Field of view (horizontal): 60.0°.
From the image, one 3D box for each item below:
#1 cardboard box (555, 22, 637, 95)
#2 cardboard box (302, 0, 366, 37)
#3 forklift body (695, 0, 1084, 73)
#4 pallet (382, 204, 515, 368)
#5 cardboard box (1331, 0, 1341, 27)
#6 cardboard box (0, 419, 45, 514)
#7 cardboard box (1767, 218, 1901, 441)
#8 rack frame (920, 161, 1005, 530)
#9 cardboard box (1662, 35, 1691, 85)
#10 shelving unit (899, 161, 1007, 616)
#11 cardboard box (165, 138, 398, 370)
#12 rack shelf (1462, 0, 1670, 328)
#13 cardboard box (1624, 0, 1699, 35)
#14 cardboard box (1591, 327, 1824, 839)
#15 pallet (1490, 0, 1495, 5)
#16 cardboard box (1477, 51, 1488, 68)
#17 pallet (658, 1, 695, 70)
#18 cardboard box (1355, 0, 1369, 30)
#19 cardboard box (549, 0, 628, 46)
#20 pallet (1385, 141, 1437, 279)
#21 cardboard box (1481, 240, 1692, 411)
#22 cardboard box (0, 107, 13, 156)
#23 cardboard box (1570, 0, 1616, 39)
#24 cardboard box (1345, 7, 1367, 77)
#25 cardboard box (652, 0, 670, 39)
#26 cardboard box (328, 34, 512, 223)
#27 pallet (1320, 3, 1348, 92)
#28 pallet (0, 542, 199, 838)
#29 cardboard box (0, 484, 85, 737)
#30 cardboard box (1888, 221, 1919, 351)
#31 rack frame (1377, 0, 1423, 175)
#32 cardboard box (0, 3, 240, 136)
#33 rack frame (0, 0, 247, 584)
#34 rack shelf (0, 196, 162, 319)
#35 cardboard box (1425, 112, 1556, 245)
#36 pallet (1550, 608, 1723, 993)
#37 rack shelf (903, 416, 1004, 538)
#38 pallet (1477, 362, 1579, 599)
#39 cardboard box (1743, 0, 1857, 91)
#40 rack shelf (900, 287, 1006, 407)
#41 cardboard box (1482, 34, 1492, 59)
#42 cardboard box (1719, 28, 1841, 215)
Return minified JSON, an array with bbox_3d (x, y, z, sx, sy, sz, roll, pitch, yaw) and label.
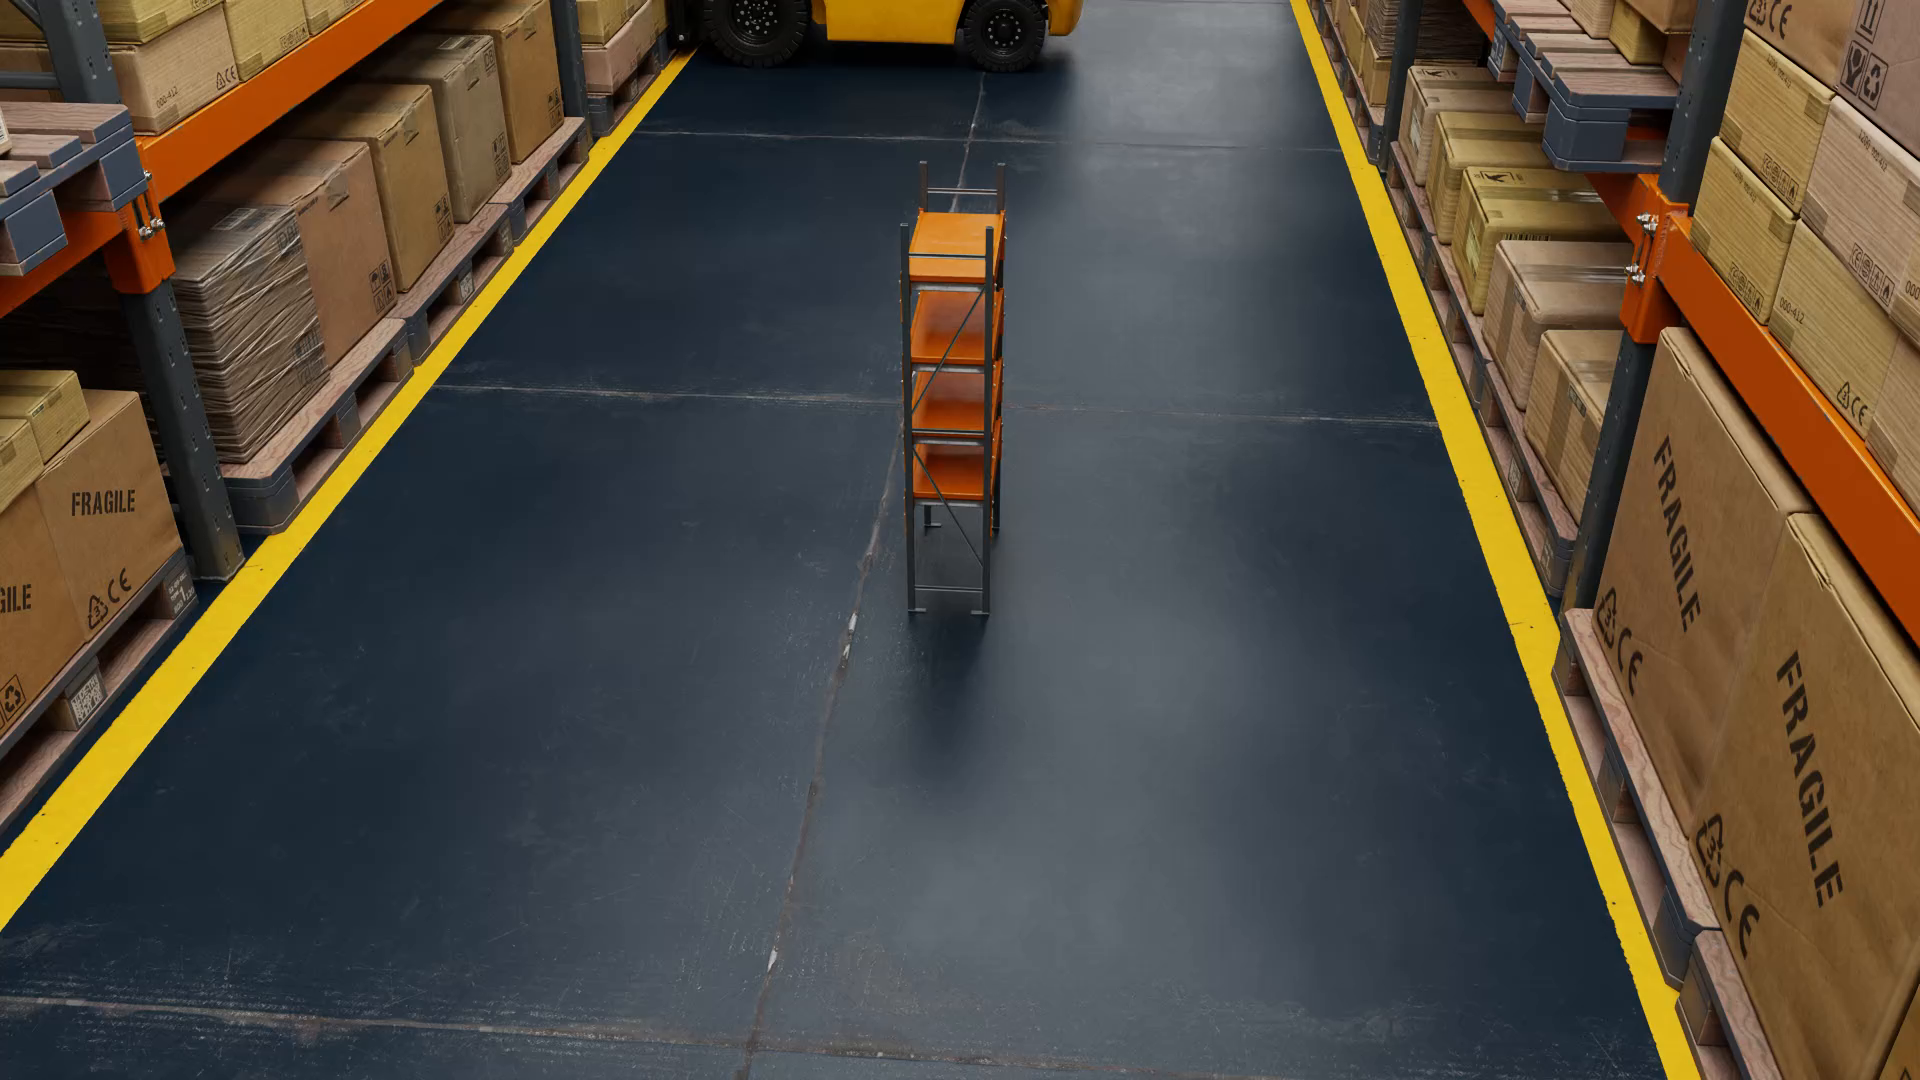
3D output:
[{"bbox_3d":[-2.013,-2.535,8.726,0.500,0.250,0.500,3,32,4],"label":"cardboard box"},{"bbox_3d":[-2.347,-1.887,5.596,0.500,0.250,0.500,1,32,2],"label":"cardboard box"},{"bbox_3d":[-0.393,-3.949,9.608,2.313,2.155,1.214,2,32,4],"label":"forklift body"},{"bbox_3d":[-2.500,-1.075,6.793,1.003,0.211,1.213,2,32,4],"label":"pallet"},{"bbox_3d":[2.469,-3.216,9.830,0.500,0.250,0.500,5,32,7],"label":"cardboard box"},{"bbox_3d":[-2.487,-0.174,4.038,0.380,0.149,0.250,1,32,1],"label":"cardboard box"},{"bbox_3d":[1.925,-0.409,3.197,0.500,0.250,0.500,2,32,3],"label":"cardboard box"},{"bbox_3d":[0.006,-0.552,5.002,0.240,1.200,0.015,2,32,4],"label":"rack frame"},{"bbox_3d":[2.032,-1.240,4.242,0.380,0.149,0.250,4,32,6],"label":"cardboard box"},{"bbox_3d":[-0.013,-0.424,4.795,0.258,1.200,0.503,2,32,4],"label":"shelving unit"},{"bbox_3d":[-2.598,-1.032,5.929,0.875,0.625,0.625,3,32,6],"label":"cardboard box"},{"bbox_3d":[2.402,-1.726,5.878,1.077,0.370,4.000,2,32,4],"label":"rack shelf"},{"bbox_3d":[2.000,-1.584,4.183,0.500,0.500,0.500,2,32,3],"label":"cardboard box"},{"bbox_3d":[2.101,0.097,3.859,0.875,0.875,0.875,2,32,4],"label":"cardboard box"},{"bbox_3d":[2.360,-1.942,5.725,1.003,0.211,1.213,2,32,4],"label":"pallet"},{"bbox_3d":[2.882,-2.384,8.479,0.500,0.250,0.500,1,32,2],"label":"cardboard box"},{"bbox_3d":[-2.179,-3.155,10.168,1.003,0.211,1.213,2,32,4],"label":"pallet"},{"bbox_3d":[2.386,-2.993,8.753,0.500,0.500,0.500,3,32,5],"label":"cardboard box"},{"bbox_3d":[-2.035,-2.749,8.596,0.500,0.250,0.500,2,32,4],"label":"cardboard box"},{"bbox_3d":[2.503,-1.484,7.457,1.003,0.211,1.213,2,32,4],"label":"pallet"},{"bbox_3d":[2.348,-0.728,5.677,0.950,0.372,0.625,2,32,3],"label":"cardboard box"},{"bbox_3d":[-2.379,-0.909,3.705,0.380,0.149,0.250,3,32,5],"label":"cardboard box"},{"bbox_3d":[1.957,-1.517,4.692,0.380,0.149,0.250,2,32,4],"label":"cardboard box"},{"bbox_3d":[2.379,-2.686,8.970,0.500,0.250,0.500,2,32,3],"label":"cardboard box"},{"bbox_3d":[-1.961,-3.071,9.595,0.500,0.250,0.500,3,32,5],"label":"cardboard box"},{"bbox_3d":[-2.484,-1.778,7.138,0.875,0.625,0.625,2,32,3],"label":"cardboard box"},{"bbox_3d":[2.681,-2.884,9.728,1.003,0.211,1.213,2,32,4],"label":"pallet"},{"bbox_3d":[-2.806,0.379,4.434,1.003,0.211,1.213,2,32,4],"label":"pallet"},{"bbox_3d":[-2.579,0.180,4.081,0.500,0.500,0.500,2,32,3],"label":"cardboard box"},{"bbox_3d":[1.856,-0.351,2.627,0.500,0.250,0.500,2,32,4],"label":"cardboard box"},{"bbox_3d":[2.565,-3.078,7.386,1.000,3.000,0.127,2,32,4],"label":"rack frame"},{"bbox_3d":[-2.428,-1.355,4.732,0.500,0.250,0.500,3,32,4],"label":"cardboard box"},{"bbox_3d":[-2.708,-1.197,4.333,1.000,3.000,0.127,2,32,4],"label":"rack frame"},{"bbox_3d":[-2.871,0.155,2.825,1.077,0.370,4.000,2,32,4],"label":"rack shelf"},{"bbox_3d":[2.470,-1.488,6.910,0.950,0.372,0.625,4,32,7],"label":"cardboard box"},{"bbox_3d":[2.100,0.609,4.060,1.003,0.211,1.213,2,32,4],"label":"pallet"},{"bbox_3d":[-0.013,-0.198,4.934,0.258,0.148,0.480,2,32,4],"label":"rack shelf"},{"bbox_3d":[2.305,-0.208,5.387,1.003,0.211,1.213,2,32,4],"label":"pallet"},{"bbox_3d":[1.956,-1.208,3.302,0.500,0.500,0.500,1,32,2],"label":"cardboard box"},{"bbox_3d":[-0.013,-0.557,4.713,0.258,0.148,0.480,2,32,4],"label":"rack shelf"},{"bbox_3d":[2.882,-2.703,8.282,0.500,0.500,0.500,4,32,6],"label":"cardboard box"},{"bbox_3d":[1.952,-0.881,3.487,0.500,0.250,0.500,2,32,4],"label":"cardboard box"}]
